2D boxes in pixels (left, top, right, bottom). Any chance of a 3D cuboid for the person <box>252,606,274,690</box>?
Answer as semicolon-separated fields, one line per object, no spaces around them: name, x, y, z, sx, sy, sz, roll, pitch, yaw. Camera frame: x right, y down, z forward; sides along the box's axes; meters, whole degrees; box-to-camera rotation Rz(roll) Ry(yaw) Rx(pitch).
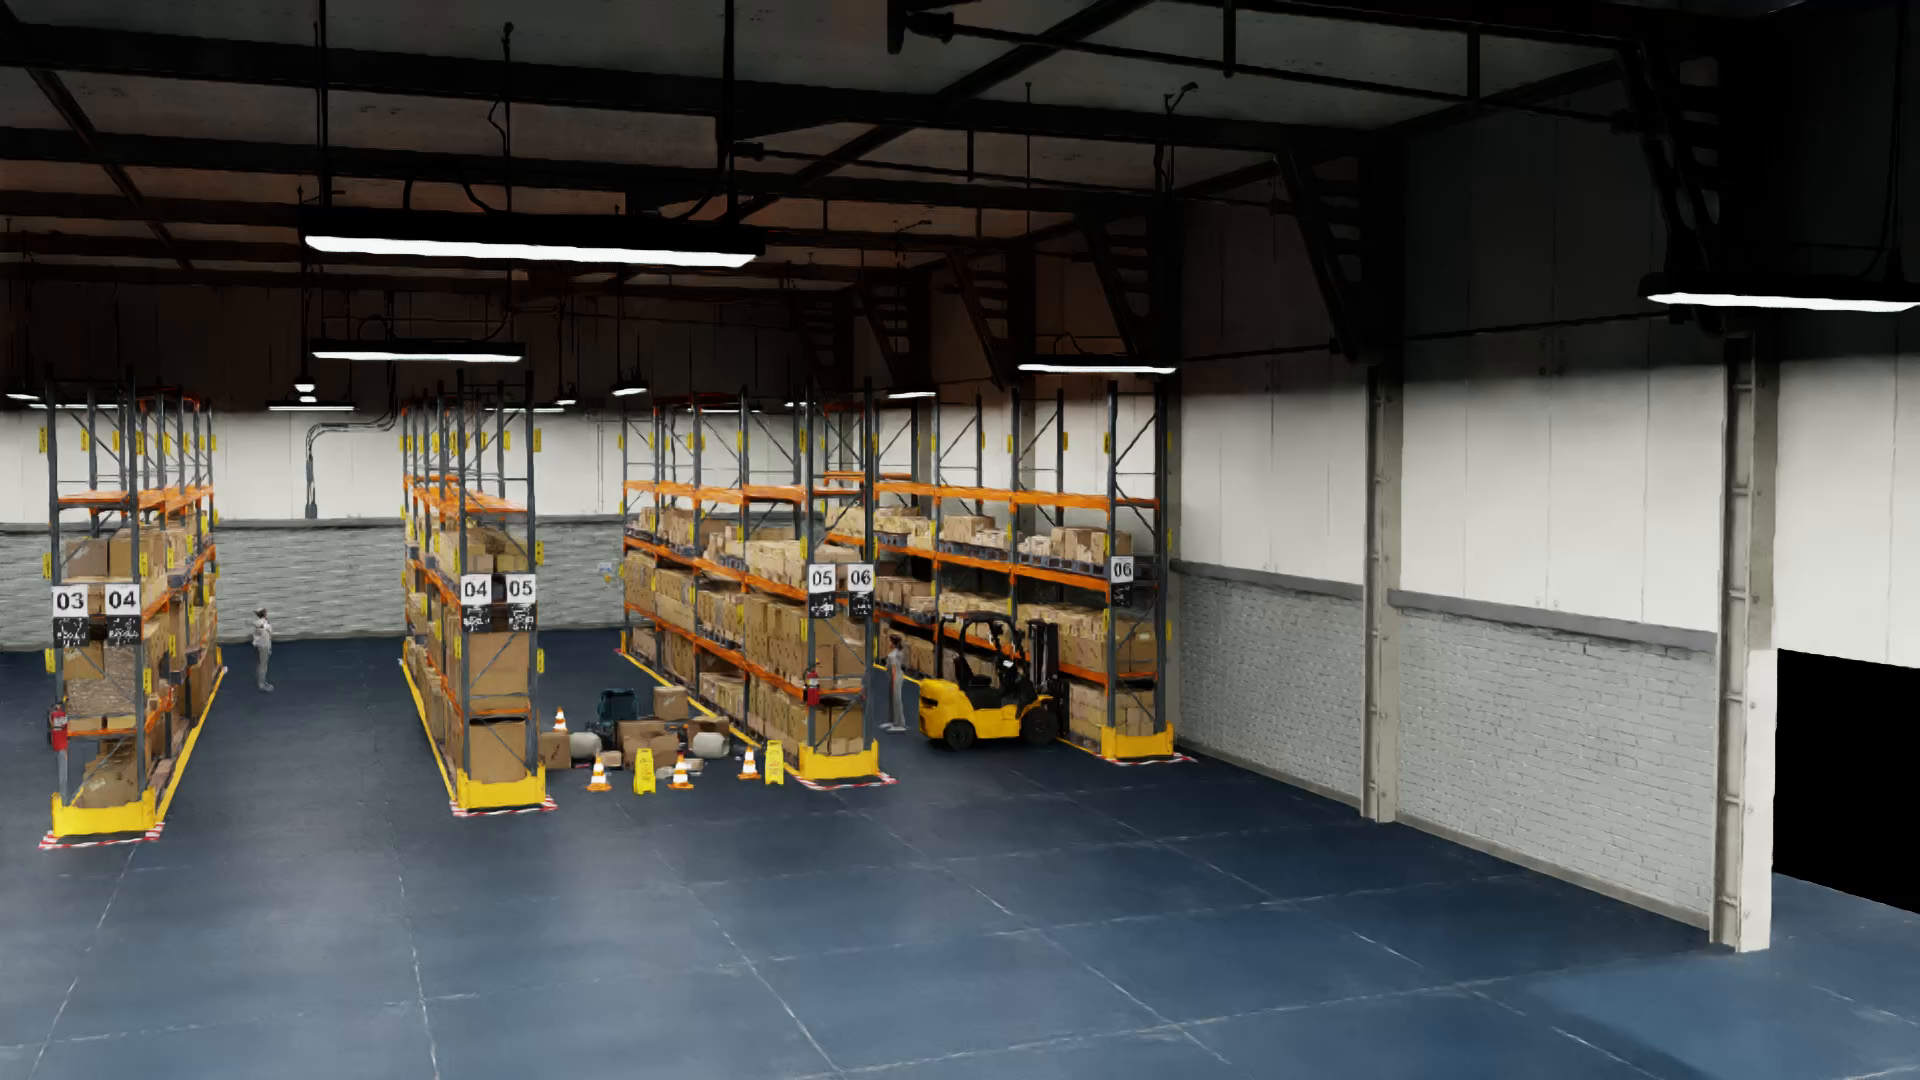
person;-14.097;2.184;33.698;0.523;1.680;0.408;3;4;38

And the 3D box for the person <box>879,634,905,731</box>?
person;-1.173;2.463;28.914;0.477;1.675;0.487;1;3;9
